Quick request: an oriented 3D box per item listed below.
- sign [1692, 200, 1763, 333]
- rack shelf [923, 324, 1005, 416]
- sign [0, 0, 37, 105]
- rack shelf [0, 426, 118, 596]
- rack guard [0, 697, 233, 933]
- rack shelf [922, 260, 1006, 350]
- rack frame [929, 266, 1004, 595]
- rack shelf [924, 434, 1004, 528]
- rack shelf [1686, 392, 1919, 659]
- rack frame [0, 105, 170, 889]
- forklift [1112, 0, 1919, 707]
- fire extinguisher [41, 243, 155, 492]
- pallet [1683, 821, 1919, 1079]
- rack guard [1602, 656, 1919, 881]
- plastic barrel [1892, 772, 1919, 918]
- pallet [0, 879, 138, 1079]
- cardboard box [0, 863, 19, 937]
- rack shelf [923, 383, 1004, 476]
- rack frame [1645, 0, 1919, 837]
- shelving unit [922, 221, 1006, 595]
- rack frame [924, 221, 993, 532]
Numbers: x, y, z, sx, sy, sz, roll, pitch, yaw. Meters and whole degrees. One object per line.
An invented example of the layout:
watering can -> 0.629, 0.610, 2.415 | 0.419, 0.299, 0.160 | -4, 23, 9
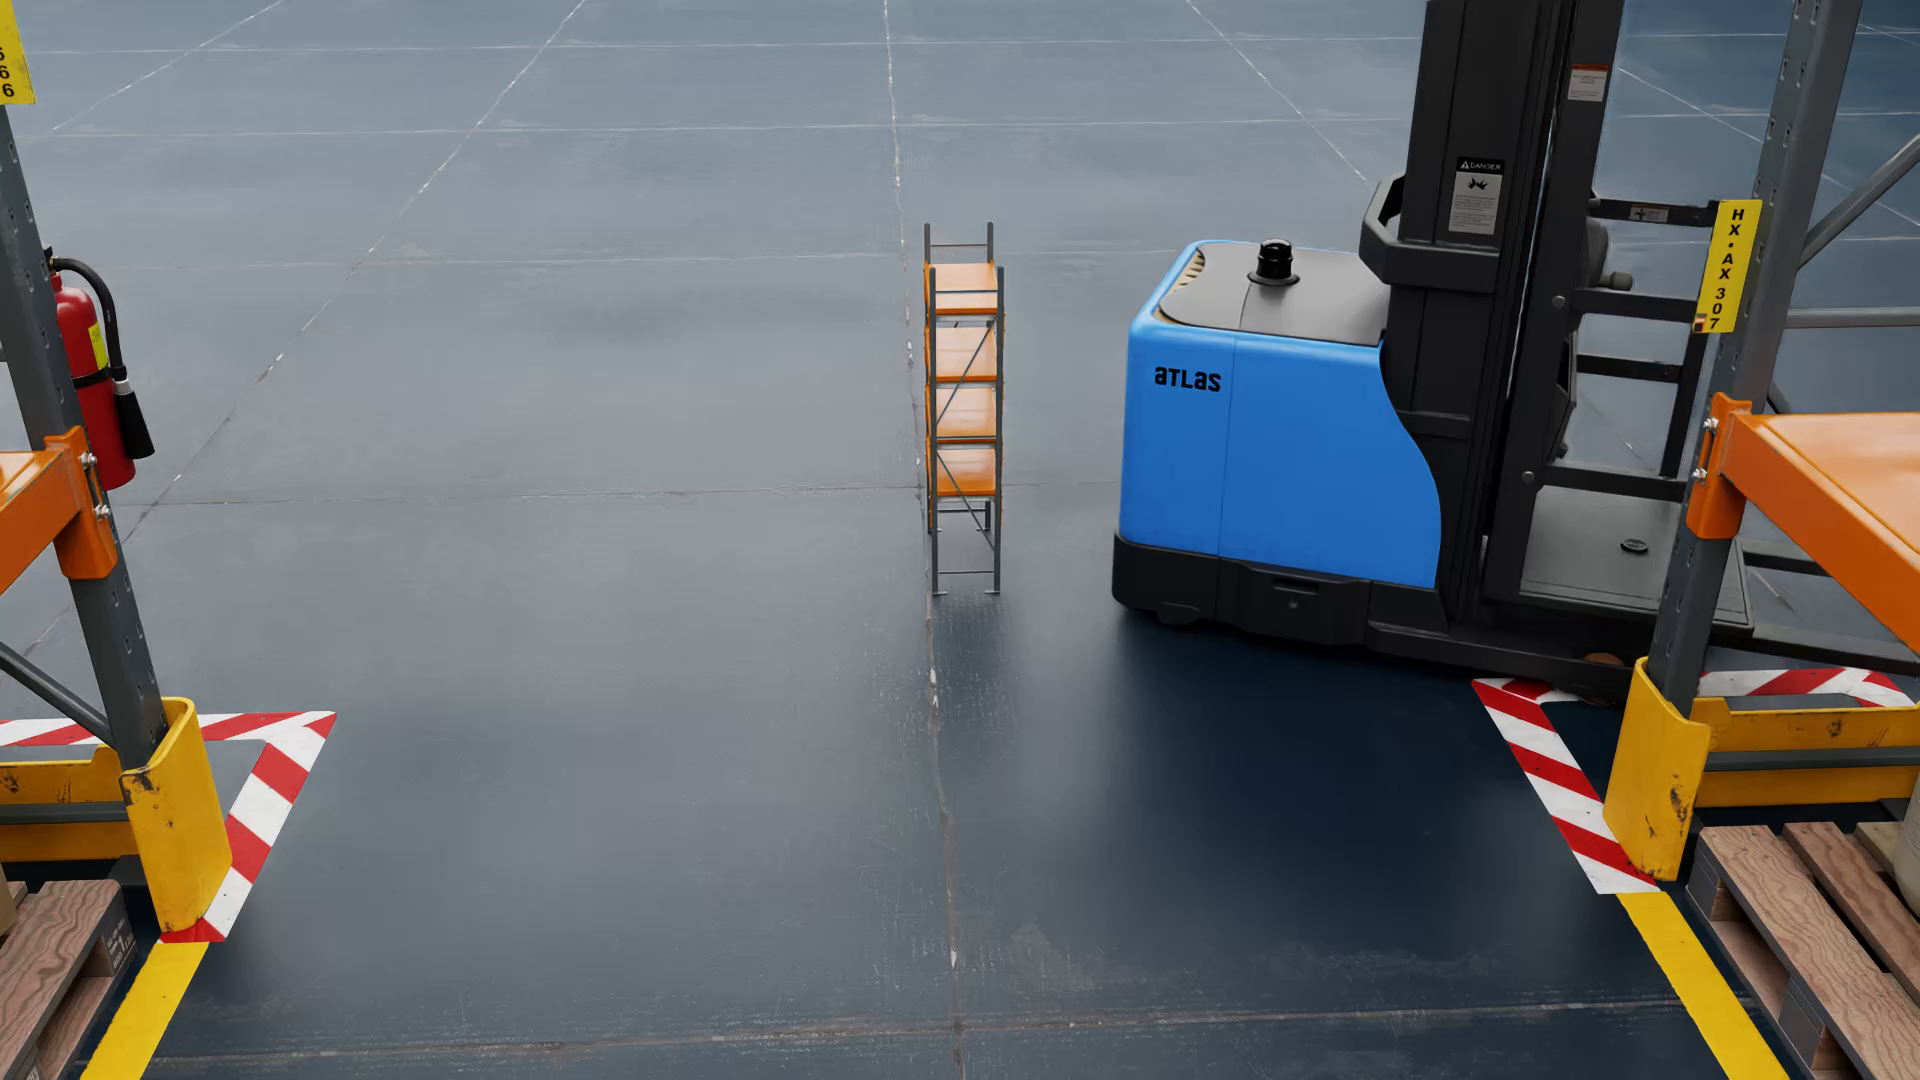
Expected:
sign -> 1.821, -0.647, 3.948 | 0.100, 0.325, 0.005 | -1, 28, -3
rack shelf -> 0.009, -0.594, 5.754 | 0.258, 0.148, 0.480 | -1, 28, -3
sign -> -2.021, -1.074, 3.471 | 0.100, 0.325, 0.005 | -1, 28, -3
rack shelf -> -2.472, 0.826, 2.200 | 1.077, 0.370, 4.000 | -1, 28, -3
rack guard -> -2.572, 0.727, 4.315 | 1.175, 0.500, 0.348 | -1, 28, -3
rack shelf -> 0.009, -0.804, 5.644 | 0.258, 0.148, 0.480 | -1, 28, -3
rack frame -> 0.021, -0.343, 5.610 | 0.240, 1.200, 0.015 | -1, 28, -3
rack shelf -> 0.009, -0.220, 5.949 | 0.258, 0.148, 0.480 | -1, 28, -3
rack shelf -> 2.475, 0.707, 2.429 | 1.077, 0.370, 4.000 | -1, 28, -3
rack frame -> -2.576, -0.416, 3.804 | 1.000, 3.000, 0.127 | -1, 28, -3
forklift -> 2.098, -1.023, 5.042 | 3.031, 2.935, 1.130 | 9, 29, 17
fire extinguisher -> -2.122, -0.446, 3.945 | 0.296, 0.674, 0.183 | -1, 28, -3
pallet -> 2.458, 1.110, 3.894 | 1.003, 0.211, 1.213 | -1, 28, -3
rack guard -> 2.421, 0.607, 4.547 | 1.175, 0.500, 0.348 | -1, 28, -3
plastic barrel -> 2.481, 0.683, 3.933 | 0.421, 0.512, 0.421 | 0, 28, 0
pallet -> -2.565, 1.231, 3.661 | 1.003, 0.211, 1.213 | -1, 28, -3
cardboard box -> -2.560, 0.795, 3.732 | 0.500, 0.500, 0.500 | 4, 28, 7
rack shelf -> 0.009, -0.396, 5.857 | 0.258, 0.148, 0.480 | -1, 28, -3
rack frame -> 2.370, -0.536, 4.034 | 1.000, 3.000, 0.127 | -1, 28, -3
shelving unit -> 0.009, -0.456, 5.826 | 0.258, 1.200, 0.503 | -1, 28, -3
rack frame -> -0.004, -0.568, 6.042 | 0.240, 1.200, 0.015 | -1, 28, -3
